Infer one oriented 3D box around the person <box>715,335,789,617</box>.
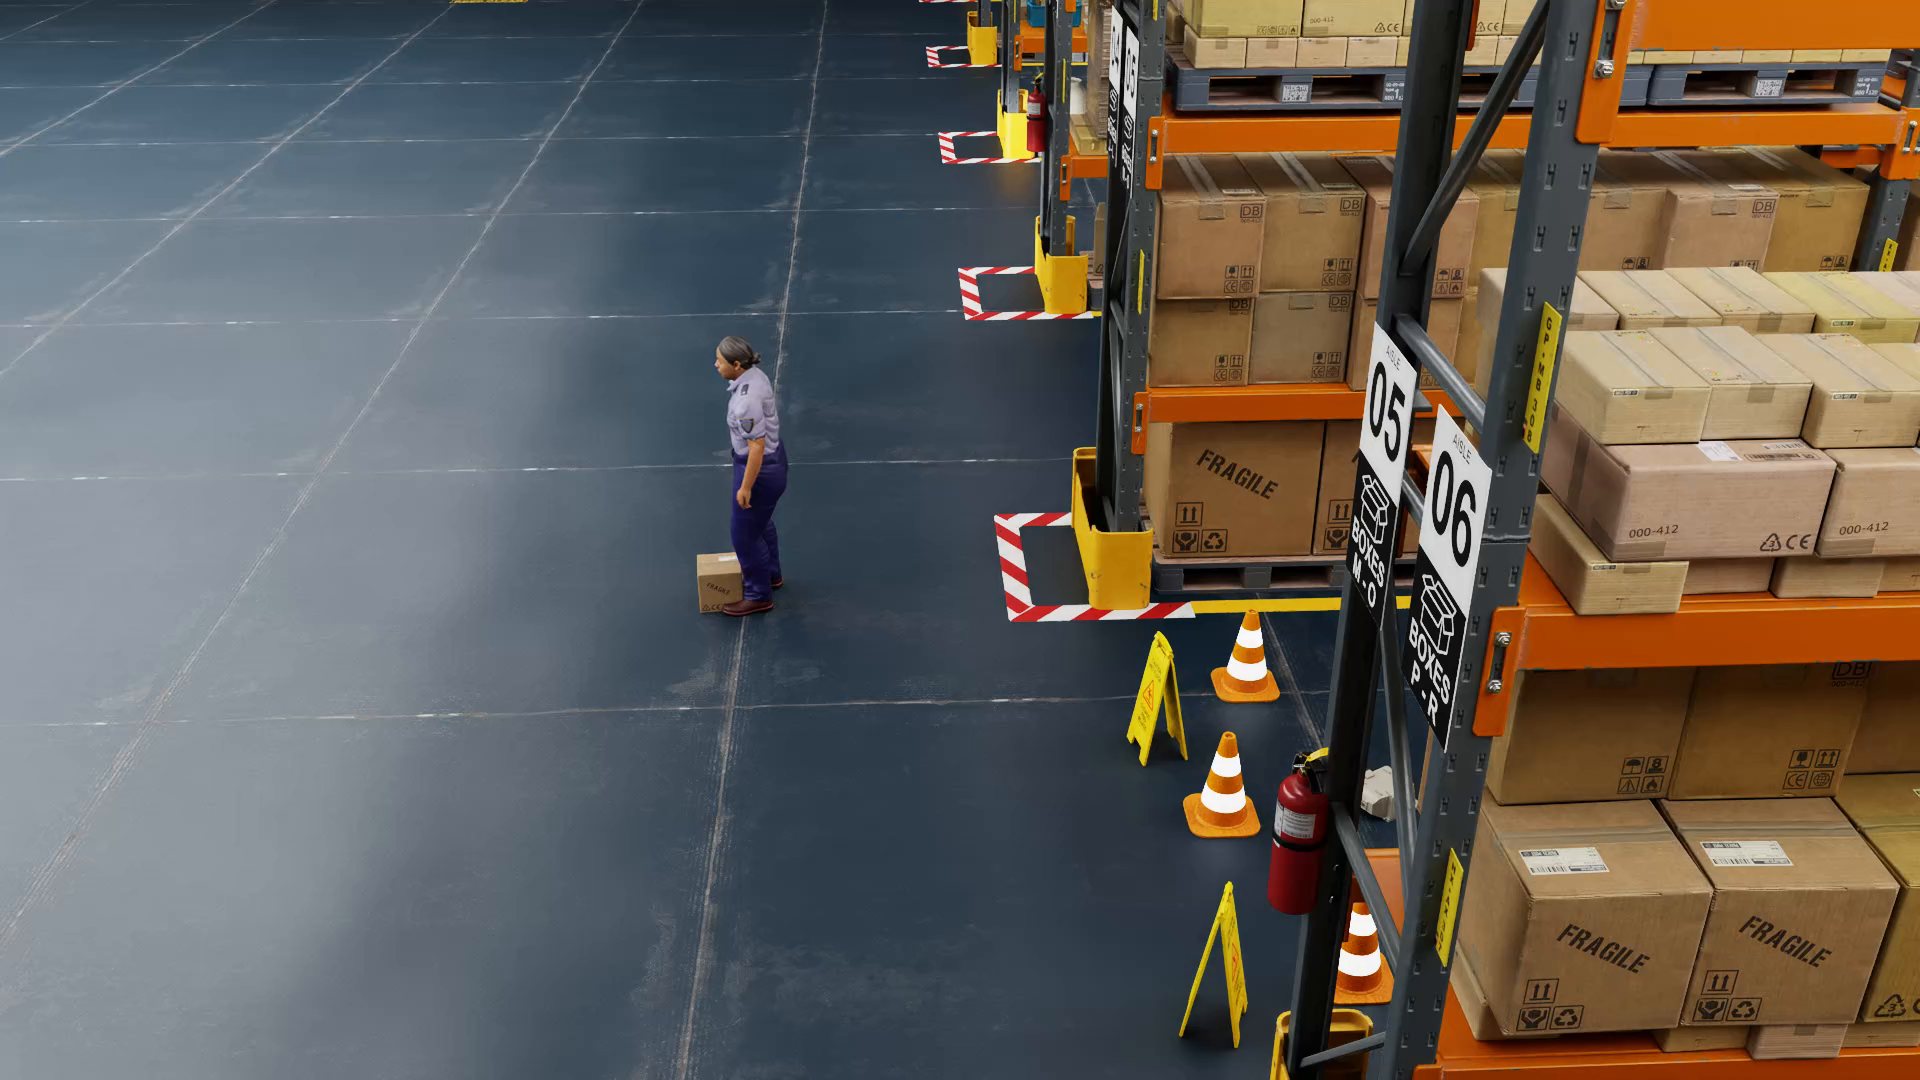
[{"bbox_3d":[-1.176,-0.380,9.351,0.414,1.652,0.538,-1,28,-2],"label":"person"}]
